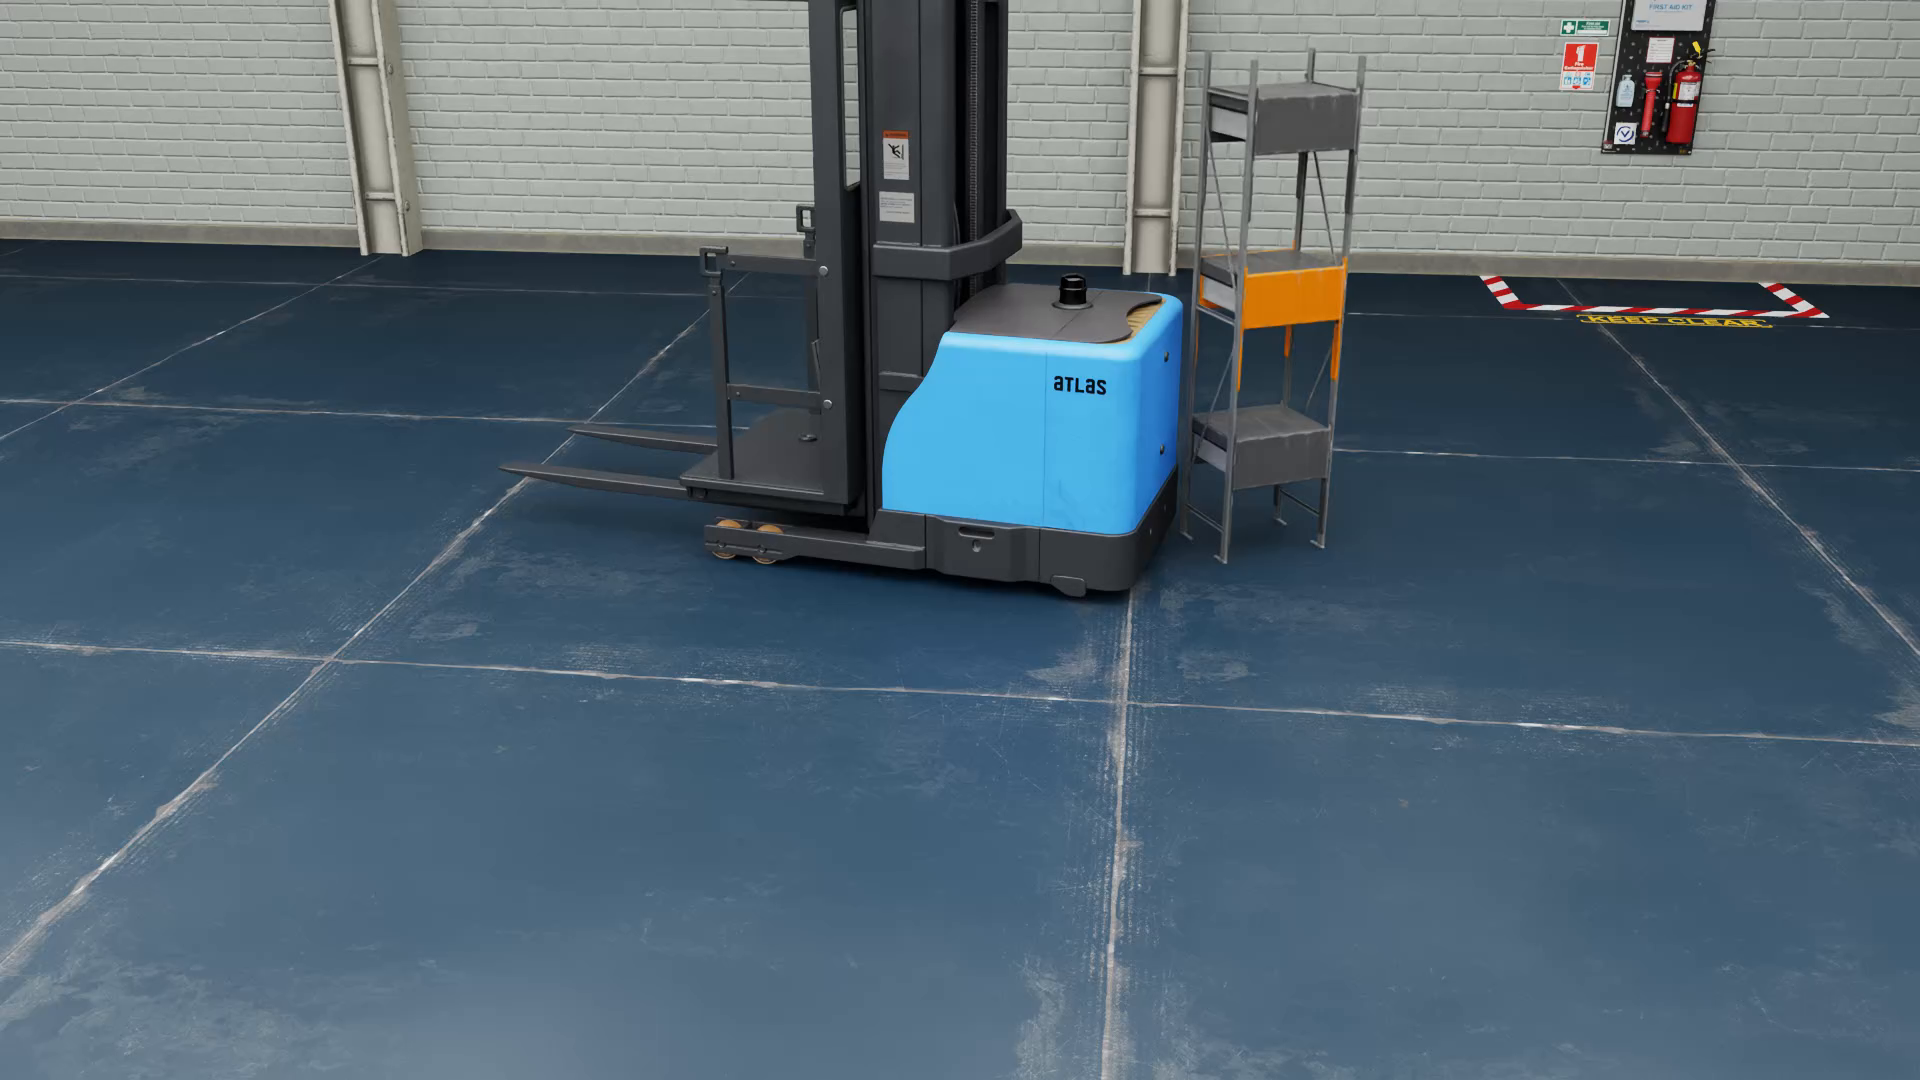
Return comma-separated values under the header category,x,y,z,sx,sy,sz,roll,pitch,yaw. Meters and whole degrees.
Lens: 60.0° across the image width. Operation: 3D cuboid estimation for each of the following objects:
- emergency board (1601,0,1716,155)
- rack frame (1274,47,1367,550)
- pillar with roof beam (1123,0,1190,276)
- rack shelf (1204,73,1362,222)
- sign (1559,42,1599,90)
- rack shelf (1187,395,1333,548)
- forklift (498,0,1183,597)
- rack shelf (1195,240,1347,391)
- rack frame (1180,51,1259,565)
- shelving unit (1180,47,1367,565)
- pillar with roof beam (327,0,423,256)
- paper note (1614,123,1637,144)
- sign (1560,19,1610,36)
category,x,y,z,sx,sy,sz,roll,pitch,yaw
emergency board,4.947,-3.296,11.697,0.643,1.169,0.194,2,22,6
rack frame,1.526,-1.003,7.119,0.015,2.100,0.400,-8,23,-20
pillar with roof beam,0.931,-4.653,6.969,0.400,9.000,9.100,2,22,6
rack shelf,1.298,-1.608,6.784,0.480,0.518,0.431,-8,23,-20
sign,4.410,-3.374,11.846,0.234,0.329,0.001,2,22,6
rack shelf,1.299,-0.307,7.300,0.480,0.518,0.431,-8,23,-20
forklift,-0.594,-1.434,7.081,3.031,2.935,1.130,7,23,17
rack shelf,1.299,-0.958,7.042,0.480,0.518,0.431,-8,23,-20
rack frame,1.071,-0.938,6.955,0.015,2.100,0.400,-8,23,-20
shelving unit,1.299,-0.970,7.037,0.503,2.100,0.431,-8,23,-20
pillar with roof beam,-5.027,-4.912,7.626,0.400,9.000,9.100,2,22,6
paper note,4.779,-2.919,11.942,0.142,0.148,0.016,2,22,6
sign,4.413,-3.617,11.740,0.331,0.109,0.001,2,22,6
